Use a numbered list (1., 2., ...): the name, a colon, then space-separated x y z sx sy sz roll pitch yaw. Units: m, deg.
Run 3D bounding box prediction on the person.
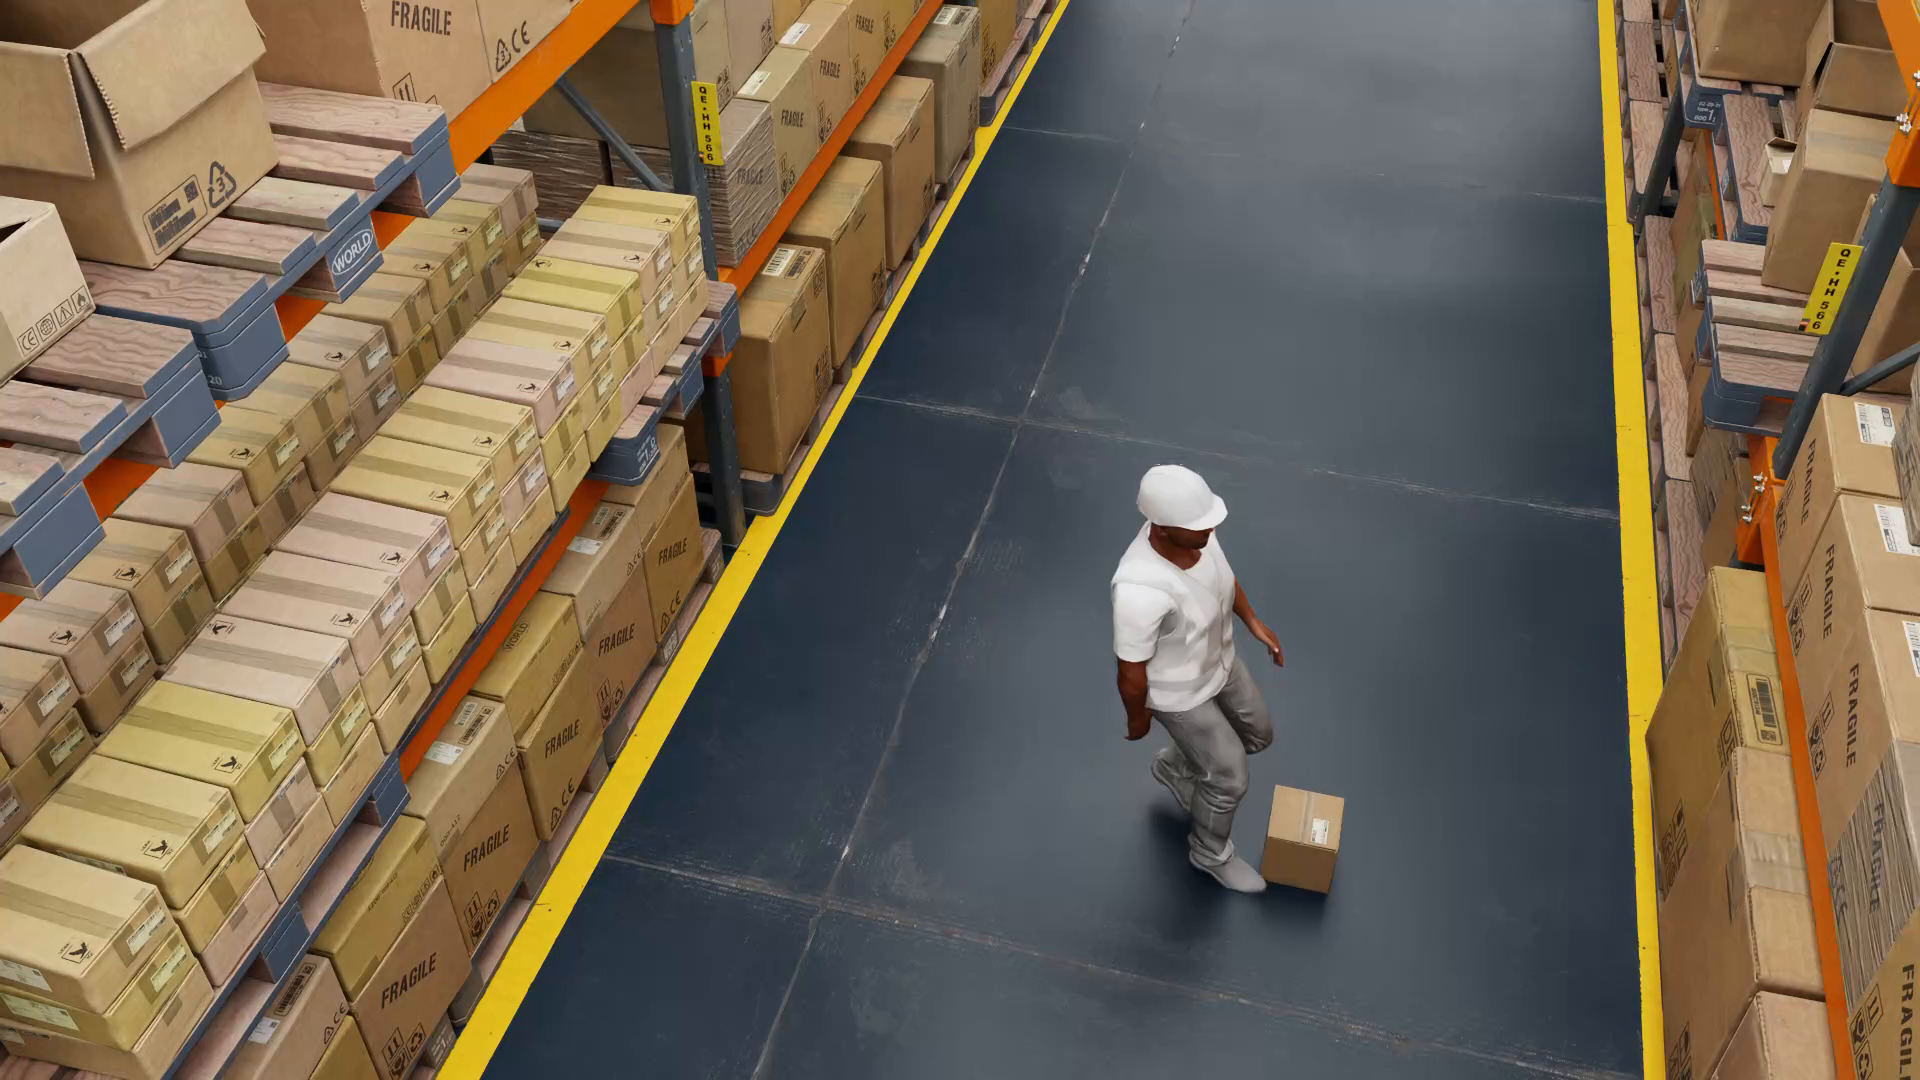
1. person: 0.855 0.478 5.634 0.659 1.736 0.625 18 44 20
